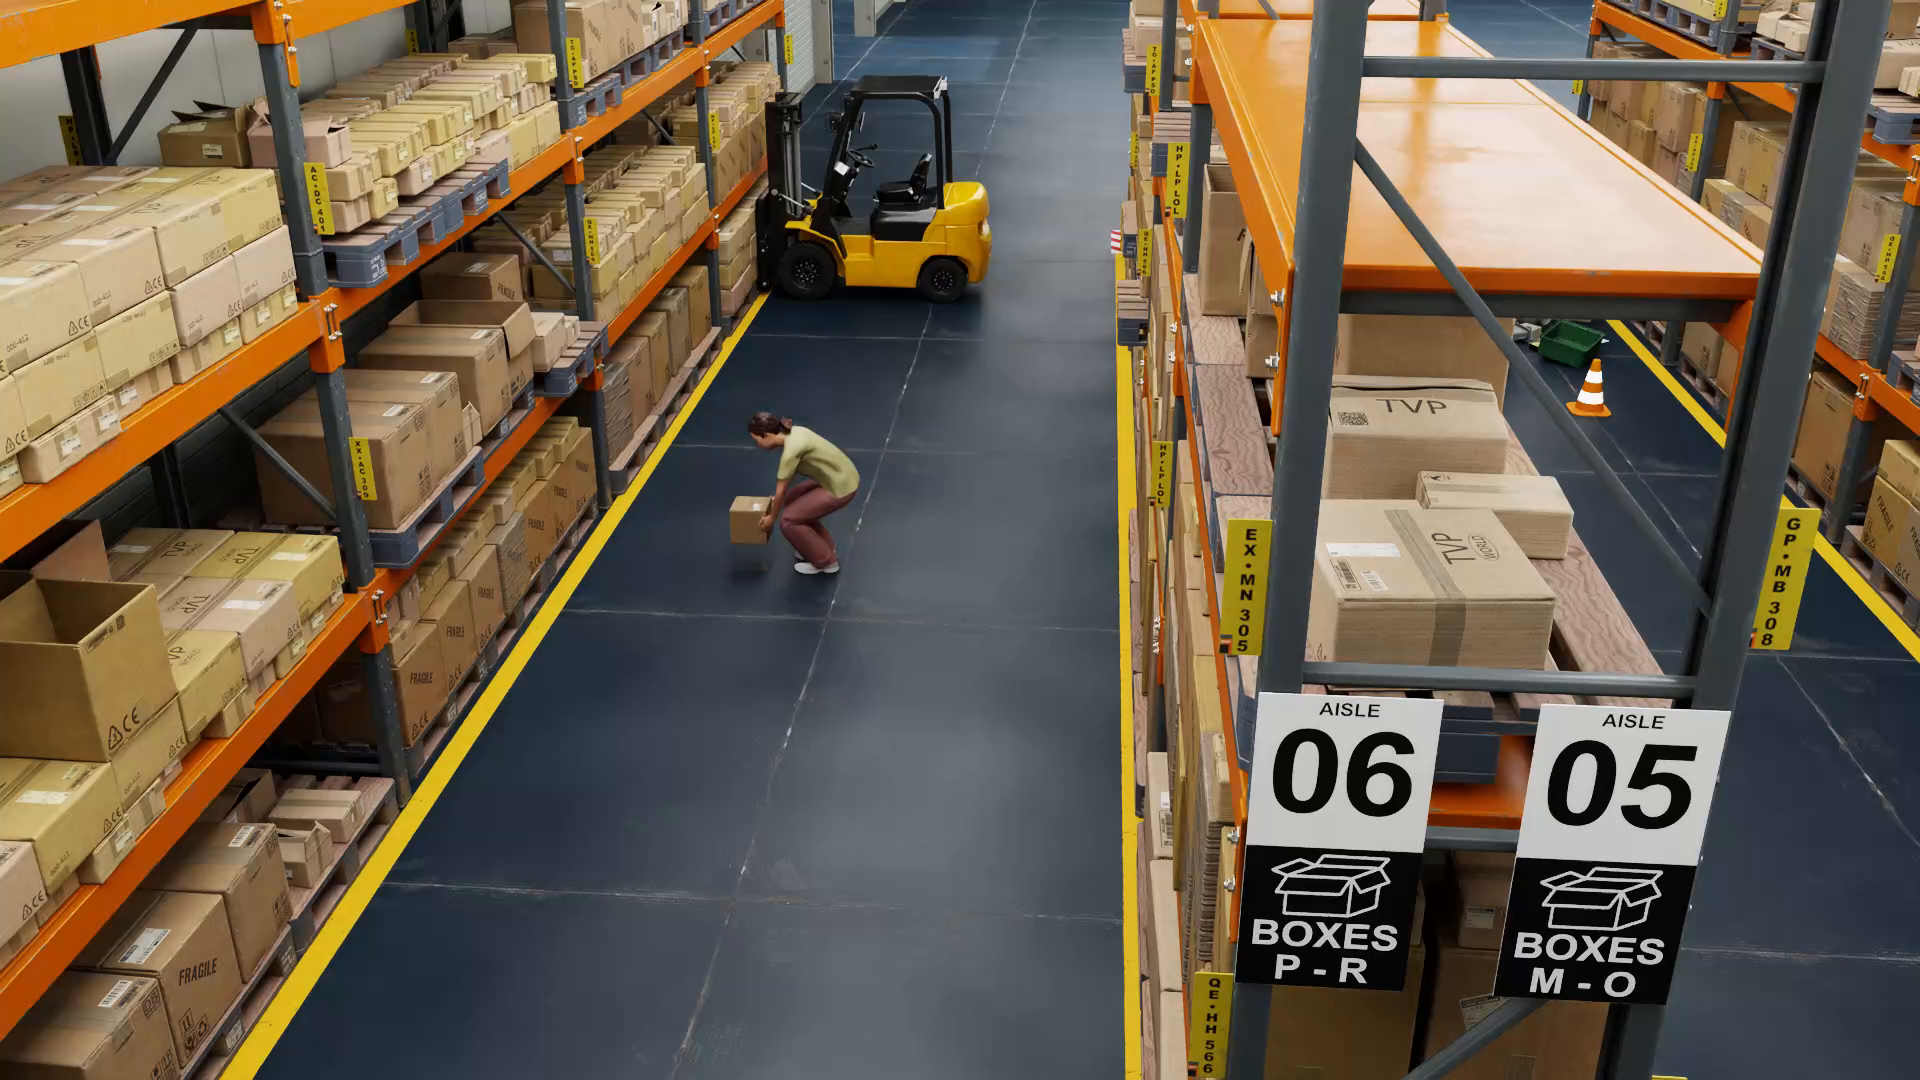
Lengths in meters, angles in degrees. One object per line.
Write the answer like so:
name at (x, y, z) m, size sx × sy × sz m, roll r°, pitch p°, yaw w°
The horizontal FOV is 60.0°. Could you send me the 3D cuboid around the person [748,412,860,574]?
person at (-1.059, -0.273, 11.391) m, size 0.740 × 1.013 × 0.502 m, roll 2°, pitch 25°, yaw 4°
